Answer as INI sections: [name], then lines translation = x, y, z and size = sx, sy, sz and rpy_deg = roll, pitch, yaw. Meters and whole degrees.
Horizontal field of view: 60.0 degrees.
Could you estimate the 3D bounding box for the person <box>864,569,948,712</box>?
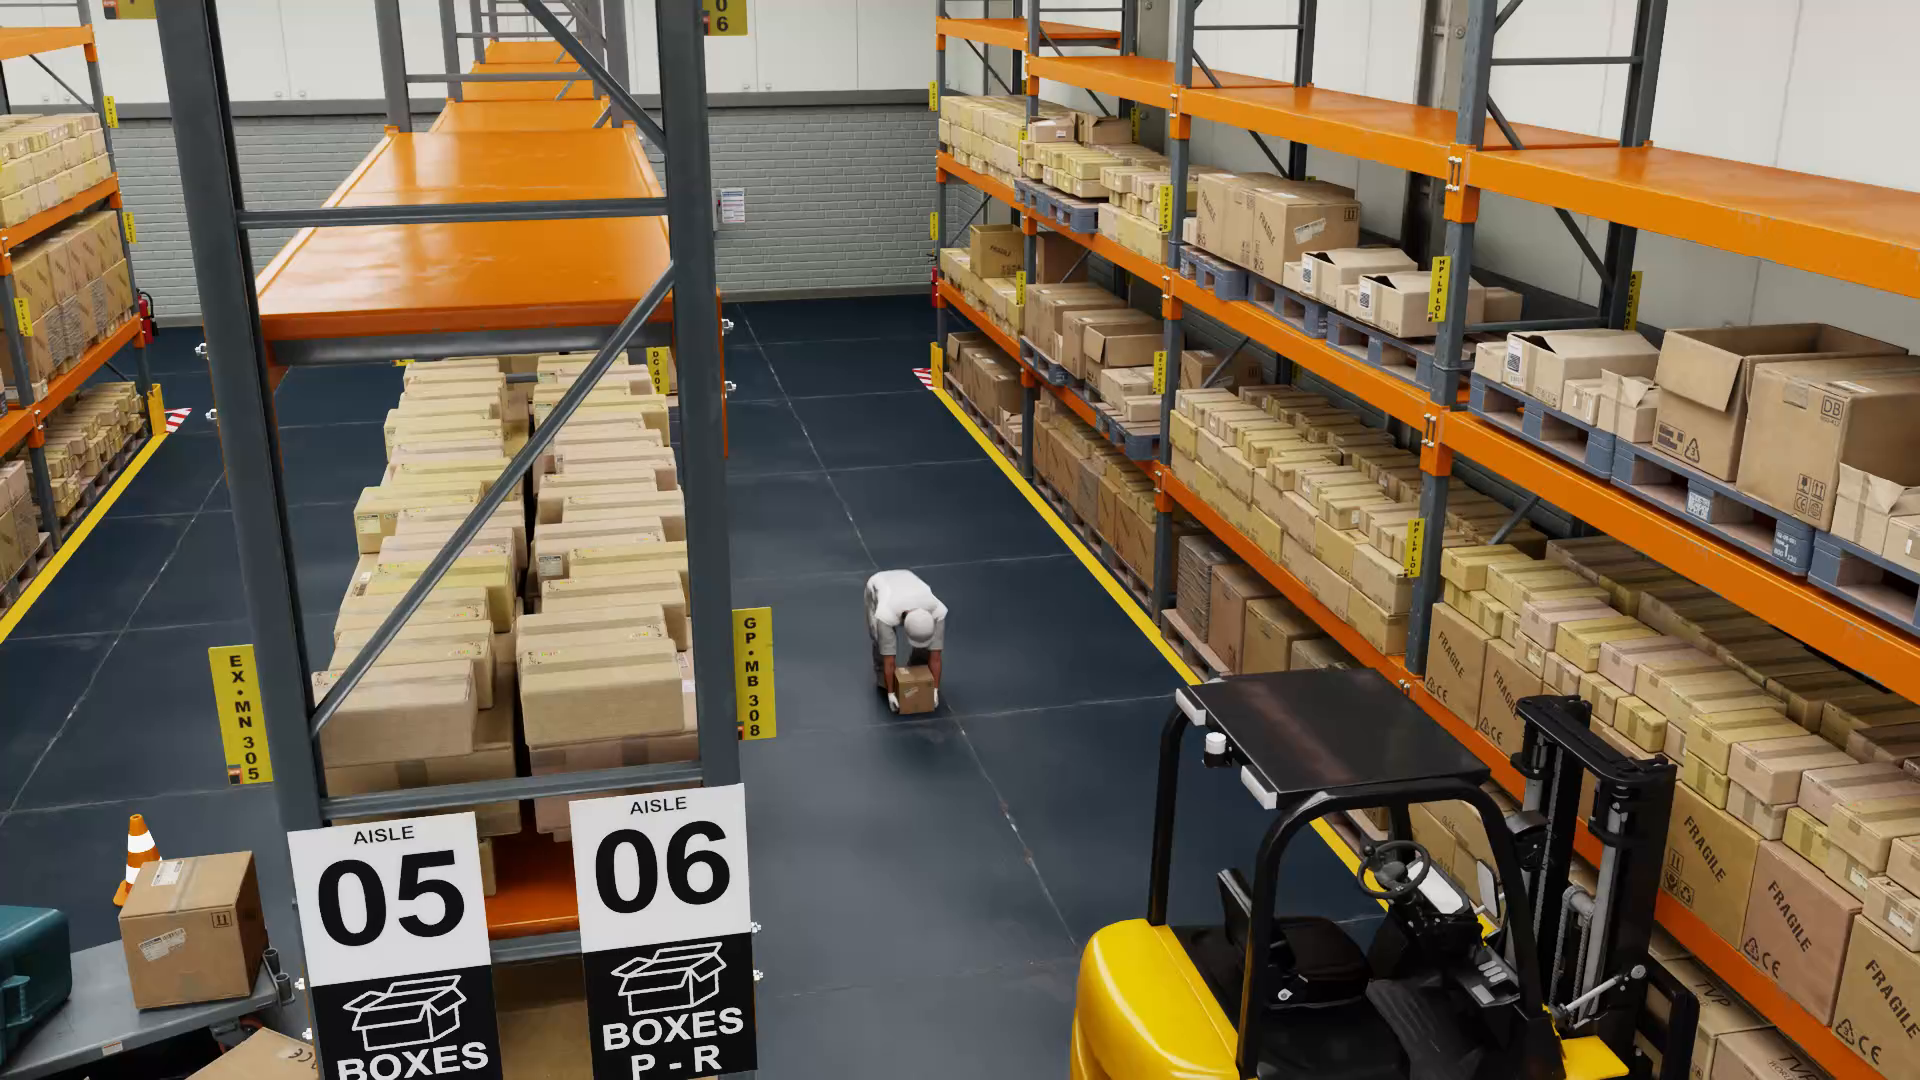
[person]
translation = -0.375, 0.690, 11.881
size = 0.534, 0.844, 0.991
rpy_deg = -5, 20, -14
